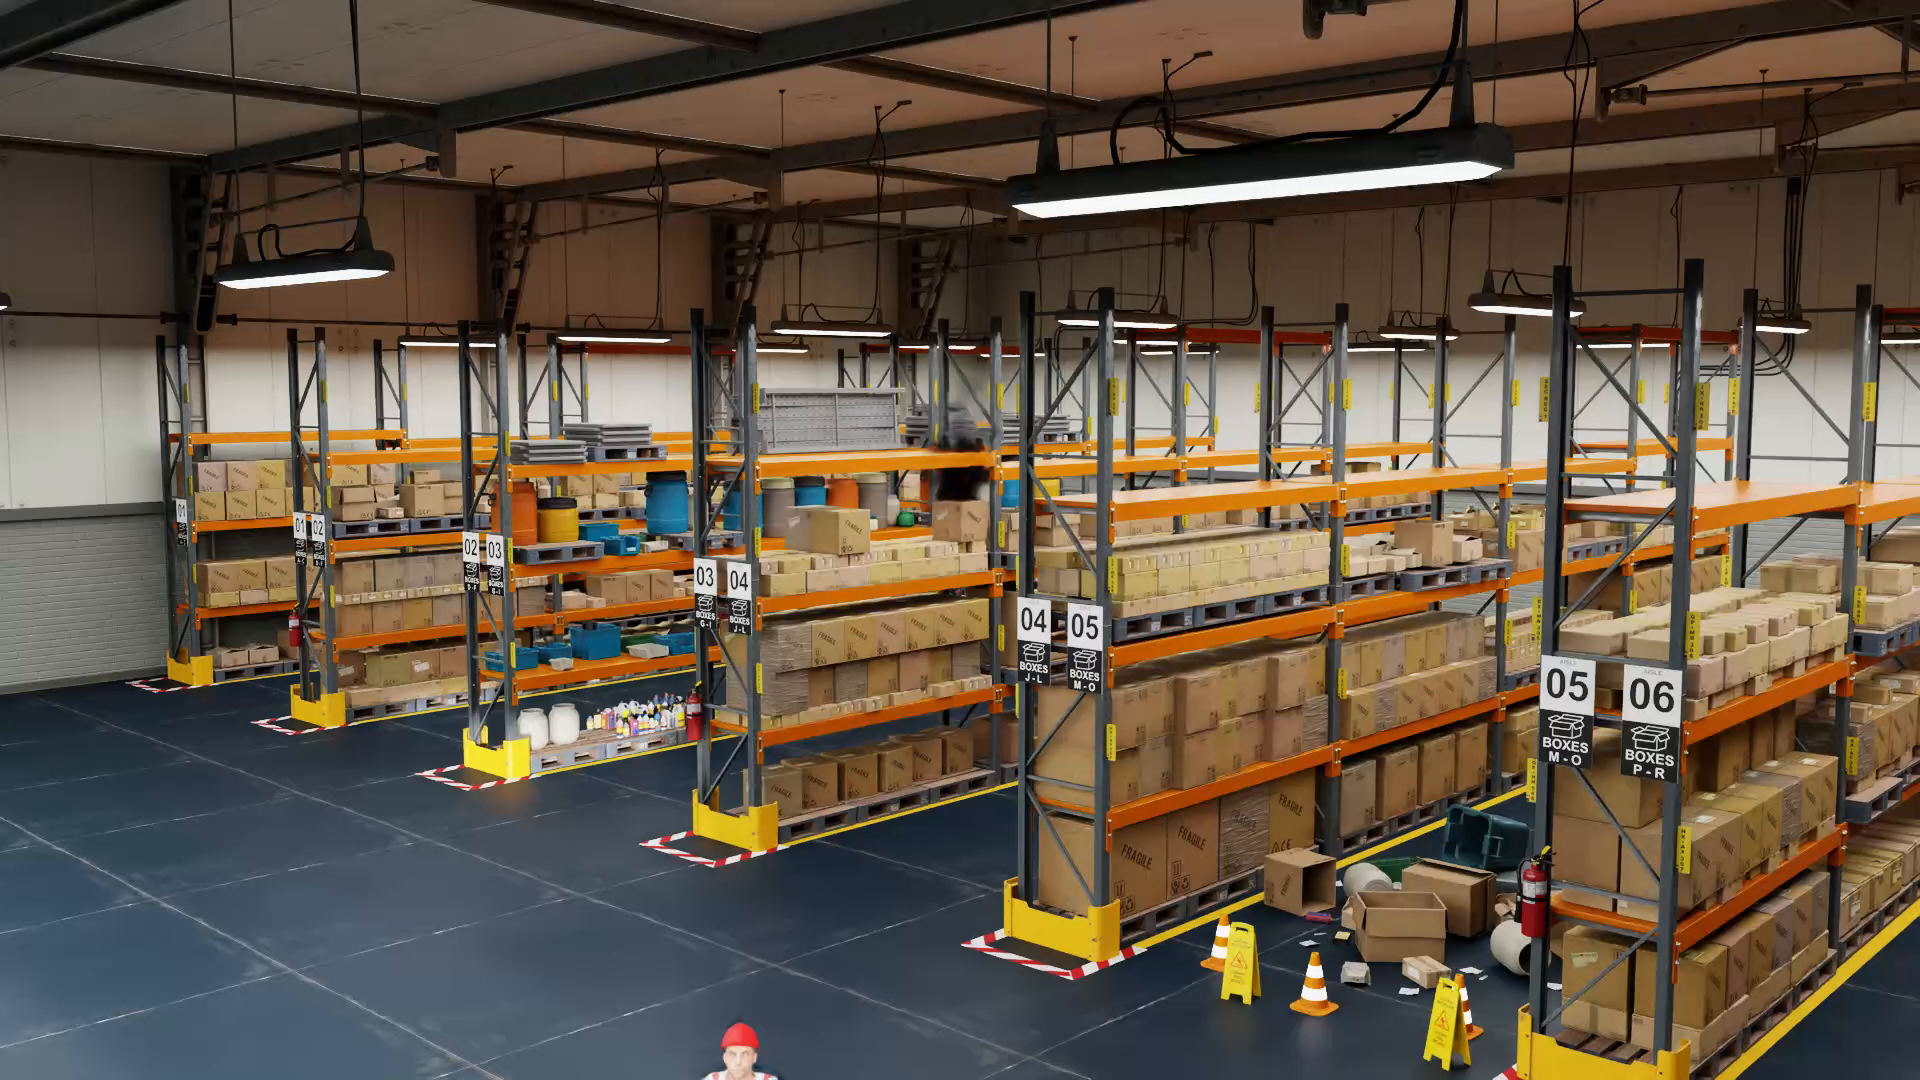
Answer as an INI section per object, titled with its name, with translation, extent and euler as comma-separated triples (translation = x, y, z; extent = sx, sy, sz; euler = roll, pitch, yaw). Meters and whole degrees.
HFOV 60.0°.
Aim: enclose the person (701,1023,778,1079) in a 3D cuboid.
[person]
translation = -1.172, 3.451, 8.889
extent = 0.670, 1.765, 0.914
euler = 0, 5, -3
